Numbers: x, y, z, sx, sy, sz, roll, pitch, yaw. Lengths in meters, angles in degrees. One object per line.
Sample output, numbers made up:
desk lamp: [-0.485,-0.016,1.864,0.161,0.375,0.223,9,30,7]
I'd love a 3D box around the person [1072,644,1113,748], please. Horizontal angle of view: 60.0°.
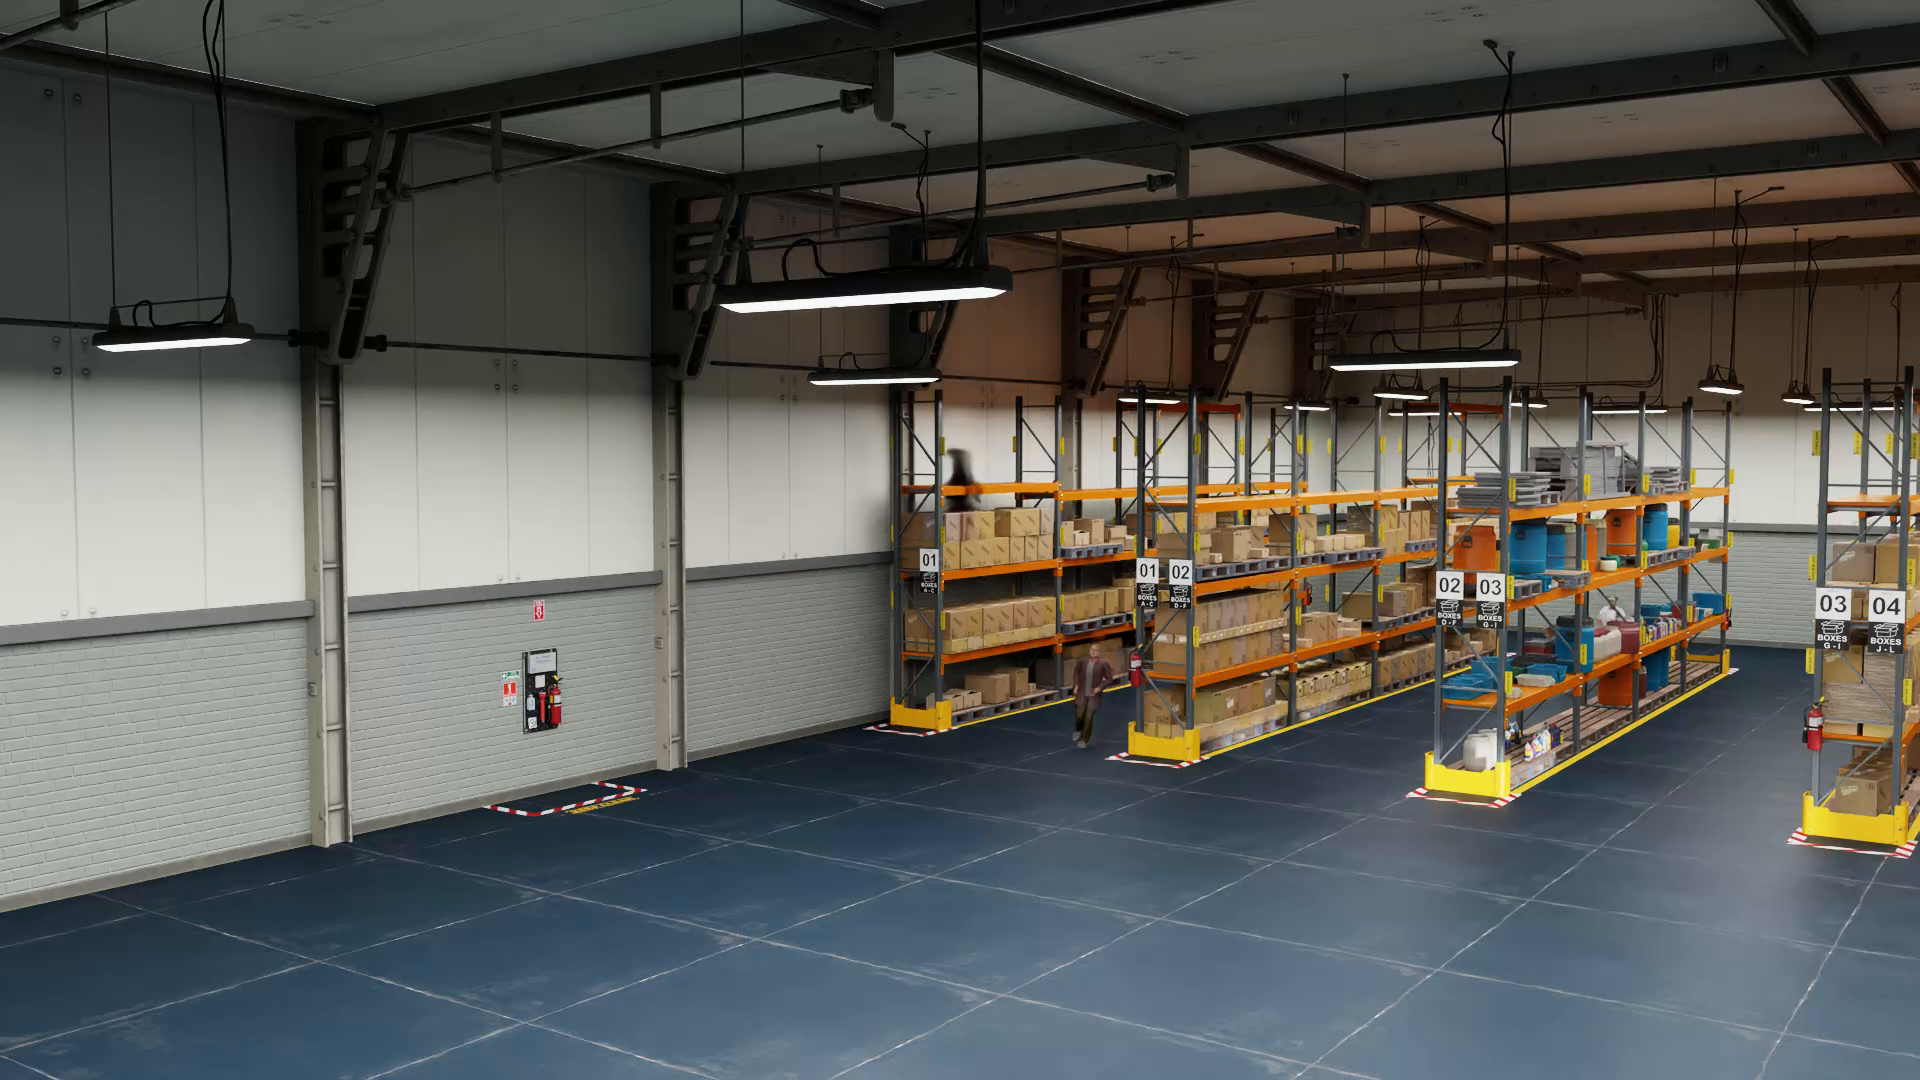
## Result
person: [2.190,2.593,27.637,0.696,1.749,0.605,1,3,14]

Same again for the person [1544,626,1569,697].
person: [11.916,2.407,33.068,0.978,1.435,0.537,-2,4,-34]

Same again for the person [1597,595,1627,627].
person: [14.531,2.069,37.041,0.650,1.712,0.654,2,4,32]
